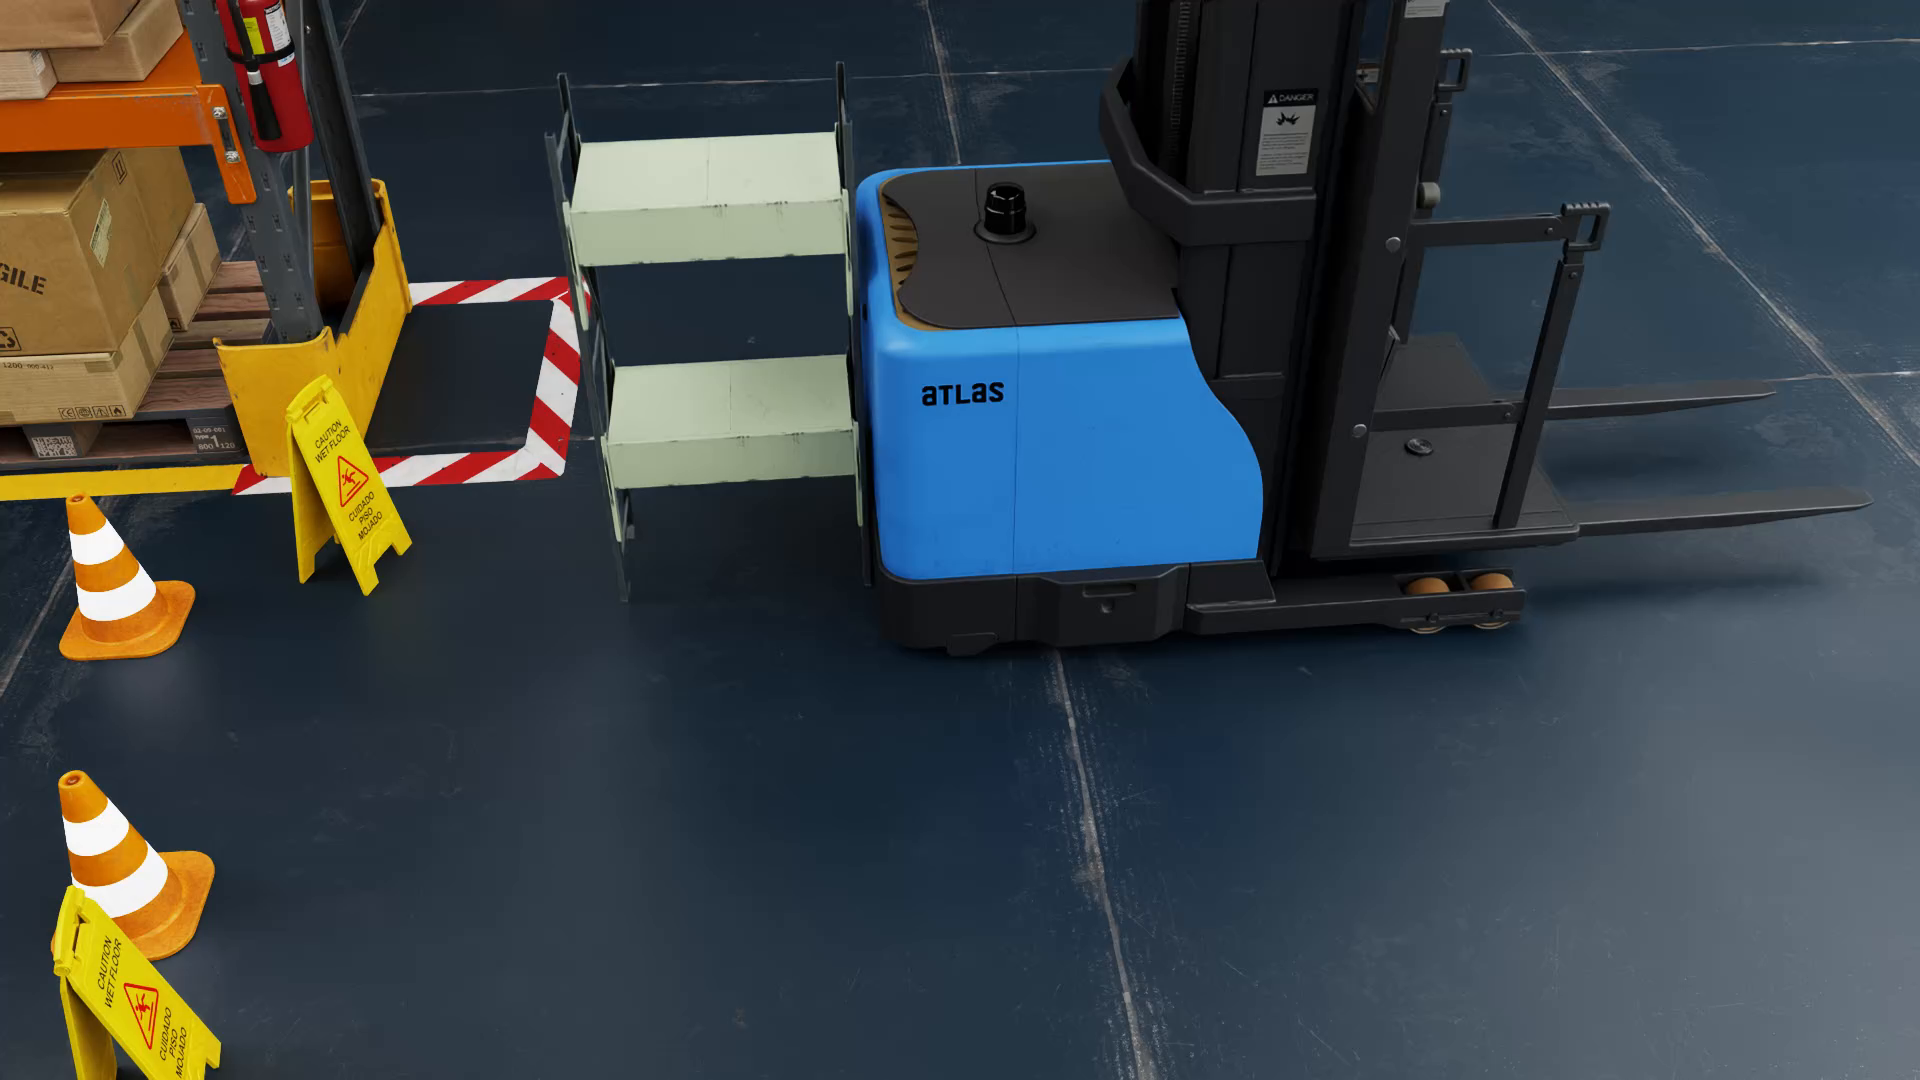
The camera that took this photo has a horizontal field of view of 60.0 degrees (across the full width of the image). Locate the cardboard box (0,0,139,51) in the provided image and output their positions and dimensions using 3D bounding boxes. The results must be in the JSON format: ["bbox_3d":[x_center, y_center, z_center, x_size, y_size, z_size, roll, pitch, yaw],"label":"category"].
[{"bbox_3d":[-2.671,-1.711,4.676,0.500,0.500,0.500,-4,38,-5],"label":"cardboard box"}]

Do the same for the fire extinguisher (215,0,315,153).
[{"bbox_3d":[-2.000,-1.446,4.724,0.183,0.674,0.296,-3,38,-4],"label":"fire extinguisher"}]

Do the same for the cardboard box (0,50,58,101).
[{"bbox_3d":[-2.751,-1.421,4.833,0.250,0.149,0.380,-4,38,-5],"label":"cardboard box"}]

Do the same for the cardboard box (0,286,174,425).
[{"bbox_3d":[-2.960,-0.629,5.506,0.500,0.250,0.500,-3,38,-4],"label":"cardboard box"}]

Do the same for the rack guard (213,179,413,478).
[{"bbox_3d":[-2.231,-0.769,5.821,0.348,0.500,1.175,-3,38,-4],"label":"rack guard"}]

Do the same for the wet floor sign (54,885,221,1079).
[{"bbox_3d":[-1.762,0.995,3.468,0.232,0.644,0.267,-9,39,-12],"label":"wet floor sign"}]

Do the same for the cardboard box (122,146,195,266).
[{"bbox_3d":[-3.006,-1.259,5.700,0.500,0.500,0.500,-4,38,-5],"label":"cardboard box"}]

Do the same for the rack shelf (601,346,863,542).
[{"bbox_3d":[-0.665,-0.289,4.932,0.720,0.370,0.431,-4,38,-5],"label":"rack shelf"}]

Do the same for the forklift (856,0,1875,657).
[{"bbox_3d":[1.233,-1.199,4.403,3.031,2.935,1.130,-4,38,-5],"label":"forklift"}]

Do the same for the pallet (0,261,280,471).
[{"bbox_3d":[-3.043,-0.633,5.882,1.213,0.211,1.003,-3,38,-4],"label":"pallet"}]

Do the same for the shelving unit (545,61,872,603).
[{"bbox_3d":[-0.665,-0.545,4.730,0.755,1.500,0.431,-4,38,-5],"label":"shelving unit"}]

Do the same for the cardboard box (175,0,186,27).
[{"bbox_3d":[-2.512,-1.765,5.269,0.250,0.149,0.380,-3,38,-4],"label":"cardboard box"}]

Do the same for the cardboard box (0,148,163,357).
[{"bbox_3d":[-2.930,-0.930,5.282,0.500,0.500,0.500,-3,38,-4],"label":"cardboard box"}]

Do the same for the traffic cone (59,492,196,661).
[{"bbox_3d":[-2.469,0.061,4.800,0.334,0.463,0.336,-3,38,-4],"label":"traffic cone"}]

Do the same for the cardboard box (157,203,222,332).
[{"bbox_3d":[-2.983,-0.967,5.934,0.500,0.250,0.500,-3,38,-4],"label":"cardboard box"}]

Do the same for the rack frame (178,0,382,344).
[{"bbox_3d":[-2.155,-1.755,5.052,0.127,3.000,1.000,-3,38,-4],"label":"rack frame"}]

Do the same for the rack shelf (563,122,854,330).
[{"bbox_3d":[-0.665,-0.851,4.488,0.720,0.370,0.431,-4,38,-5],"label":"rack shelf"}]

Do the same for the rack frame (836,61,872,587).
[{"bbox_3d":[-0.301,-0.569,4.760,0.023,1.500,0.400,-4,38,-5],"label":"rack frame"}]

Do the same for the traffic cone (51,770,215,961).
[{"bbox_3d":[-2.032,0.727,3.955,0.334,0.463,0.336,-3,38,-4],"label":"traffic cone"}]

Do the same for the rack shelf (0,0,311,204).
[{"bbox_3d":[-4.147,-1.363,5.136,4.000,0.370,1.077,-3,38,-4],"label":"rack shelf"}]

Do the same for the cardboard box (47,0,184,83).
[{"bbox_3d":[-2.508,-1.504,4.937,0.250,0.149,0.380,-2,38,-2],"label":"cardboard box"}]

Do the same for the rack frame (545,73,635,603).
[{"bbox_3d":[-1.029,-0.522,4.700,0.023,1.500,0.400,-4,38,-5],"label":"rack frame"}]

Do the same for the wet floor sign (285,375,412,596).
[{"bbox_3d":[-1.871,-0.181,4.958,0.232,0.644,0.267,9,39,12],"label":"wet floor sign"}]
